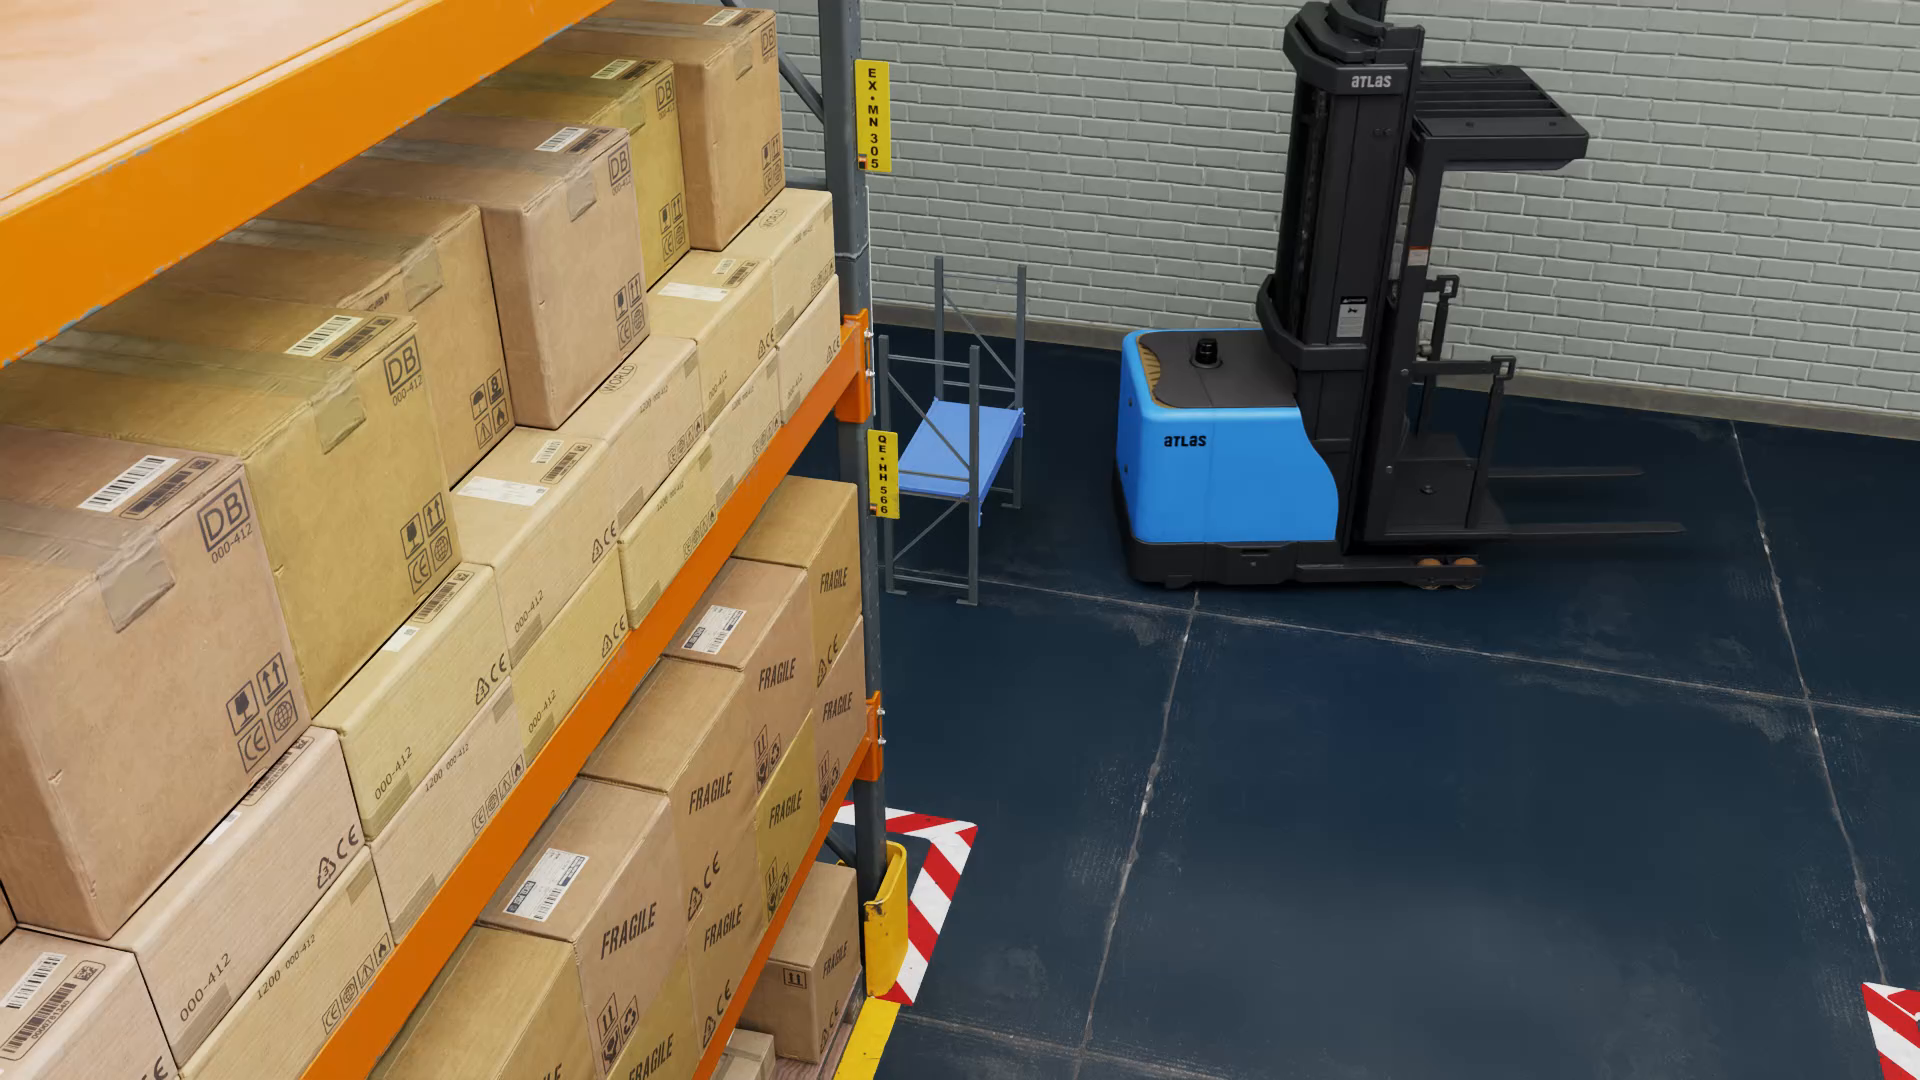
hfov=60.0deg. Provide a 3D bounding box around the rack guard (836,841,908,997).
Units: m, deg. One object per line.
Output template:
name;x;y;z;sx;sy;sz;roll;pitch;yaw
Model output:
rack guard;-0.803;1.416;6.627;1.175;0.500;0.348;8;33;12

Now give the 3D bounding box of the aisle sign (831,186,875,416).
aisle sign;-0.470;-0.770;5.311;0.394;0.787;0.004;8;33;12

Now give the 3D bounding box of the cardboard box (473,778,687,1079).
cardboard box;-1.016;0.924;4.045;0.500;0.500;0.500;9;34;14

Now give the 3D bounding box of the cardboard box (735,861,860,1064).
cardboard box;-0.684;1.506;6.075;0.500;0.500;0.500;8;33;12

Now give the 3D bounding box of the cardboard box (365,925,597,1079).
cardboard box;-1.146;1.192;3.624;0.500;0.500;0.500;7;33;11

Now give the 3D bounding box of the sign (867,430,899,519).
sign;-0.252;-0.215;5.488;0.100;0.325;0.005;8;33;12

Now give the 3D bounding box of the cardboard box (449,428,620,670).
cardboard box;-1.045;-0.012;3.421;0.500;0.250;0.500;8;33;12

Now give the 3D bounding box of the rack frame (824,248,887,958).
rack frame;-0.784;0.321;6.019;1.000;3.000;0.127;8;33;12

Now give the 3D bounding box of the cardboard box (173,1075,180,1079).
cardboard box;-1.436;0.976;2.333;0.500;0.250;0.500;8;33;12

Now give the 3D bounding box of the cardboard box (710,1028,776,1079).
cardboard box;-0.874;1.845;5.853;0.380;0.166;0.250;8;33;12

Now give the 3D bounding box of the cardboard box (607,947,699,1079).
cardboard box;-1.023;1.338;4.326;0.500;0.500;0.500;8;33;12

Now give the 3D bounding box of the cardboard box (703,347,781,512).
cardboard box;-0.797;-0.321;4.372;0.500;0.250;0.500;8;33;12

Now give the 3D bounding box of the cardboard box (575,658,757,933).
cardboard box;-0.885;0.657;4.465;0.500;0.500;0.500;9;34;14

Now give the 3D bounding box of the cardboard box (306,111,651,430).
cardboard box;-1.131;-0.618;3.675;0.700;0.500;0.500;8;33;12

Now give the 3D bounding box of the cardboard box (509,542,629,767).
cardboard box;-1.054;0.198;3.557;0.500;0.250;0.500;8;33;12

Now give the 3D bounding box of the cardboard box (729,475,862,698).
cardboard box;-0.631;0.125;5.301;0.500;0.500;0.500;8;33;12

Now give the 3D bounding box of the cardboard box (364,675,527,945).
cardboard box;-1.177;0.458;3.148;0.500;0.250;0.500;8;33;12

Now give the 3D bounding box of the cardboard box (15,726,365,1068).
cardboard box;-1.310;0.505;2.607;0.500;0.250;0.500;8;33;12

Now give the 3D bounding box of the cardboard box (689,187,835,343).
cardboard box;-0.668;-0.791;4.646;0.500;0.250;0.500;8;33;12

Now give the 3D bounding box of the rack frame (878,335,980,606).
rack frame;-0.151;-0.325;8.433;0.500;1.500;0.032;8;33;12

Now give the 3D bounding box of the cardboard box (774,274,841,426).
cardboard box;-0.659;-0.579;4.778;0.500;0.250;0.500;8;33;12

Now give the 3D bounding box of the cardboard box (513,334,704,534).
cardboard box;-0.925;-0.273;3.830;0.500;0.250;0.500;8;33;12

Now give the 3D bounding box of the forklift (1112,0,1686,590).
forklift;2.405;-1.256;8.563;3.031;2.935;1.130;-1;32;-2

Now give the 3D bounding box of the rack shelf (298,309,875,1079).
rack shelf;-1.292;0.397;3.774;1.077;0.370;4.000;8;33;12

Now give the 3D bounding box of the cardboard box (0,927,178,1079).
cardboard box;-1.435;0.765;2.199;0.500;0.250;0.500;8;33;12

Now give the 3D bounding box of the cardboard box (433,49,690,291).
cardboard box;-1.107;-0.892;4.106;0.700;0.500;0.500;8;33;12

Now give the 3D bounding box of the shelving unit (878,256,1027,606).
shelving unit;-0.022;-0.589;8.848;0.538;1.500;1.048;8;33;12

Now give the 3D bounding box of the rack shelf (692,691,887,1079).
rack shelf;-1.292;1.663;4.579;1.077;0.370;4.000;8;33;12

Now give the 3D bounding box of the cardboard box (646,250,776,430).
cardboard box;-0.794;-0.532;4.238;0.500;0.250;0.500;8;33;12

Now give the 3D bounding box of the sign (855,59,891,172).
sign;-0.252;-1.232;4.841;0.100;0.325;0.005;8;33;12

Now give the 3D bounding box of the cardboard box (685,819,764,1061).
cardboard box;-0.894;1.076;4.738;0.500;0.500;0.500;8;33;13

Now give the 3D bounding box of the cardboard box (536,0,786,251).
cardboard box;-0.899;-1.140;4.496;0.700;0.500;0.500;8;33;12

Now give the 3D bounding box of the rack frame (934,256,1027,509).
rack frame;0.107;-0.852;9.263;0.500;1.500;0.032;8;33;12

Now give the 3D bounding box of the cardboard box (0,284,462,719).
cardboard box;-1.328;-0.091;2.846;0.700;0.500;0.500;8;33;12

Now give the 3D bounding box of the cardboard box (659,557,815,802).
cardboard box;-0.758;0.388;4.889;0.500;0.500;0.500;9;34;14

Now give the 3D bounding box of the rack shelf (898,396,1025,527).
rack shelf;-0.022;-0.437;8.944;0.538;0.185;1.000;8;33;12

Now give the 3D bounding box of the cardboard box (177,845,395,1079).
cardboard box;-1.305;0.717;2.740;0.500;0.250;0.500;8;33;12

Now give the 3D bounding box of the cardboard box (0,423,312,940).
cardboard box;-1.449;0.169;2.437;0.700;0.500;0.500;8;33;12

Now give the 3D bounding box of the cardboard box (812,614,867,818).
cardboard box;-0.634;0.548;5.568;0.500;0.500;0.500;9;34;14

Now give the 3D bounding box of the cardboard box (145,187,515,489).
cardboard box;-1.348;-0.371;3.287;0.700;0.500;0.500;8;33;12

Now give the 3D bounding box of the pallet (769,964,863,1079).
pallet;-1.005;1.951;6.054;1.003;0.211;1.213;8;33;12

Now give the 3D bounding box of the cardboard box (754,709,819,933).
cardboard box;-0.763;0.818;5.144;0.500;0.500;0.500;8;33;13

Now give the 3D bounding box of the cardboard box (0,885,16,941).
cardboard box;-1.713;0.409;2.059;0.700;0.500;0.500;8;33;12

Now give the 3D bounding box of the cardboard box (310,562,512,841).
cardboard box;-1.172;0.247;3.013;0.500;0.250;0.500;8;33;12

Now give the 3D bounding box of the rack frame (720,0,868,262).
rack frame;-0.784;-2.211;4.409;1.000;3.000;0.127;8;33;12

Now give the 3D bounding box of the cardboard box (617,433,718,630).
cardboard box;-0.911;-0.060;3.962;0.500;0.250;0.500;8;33;12
